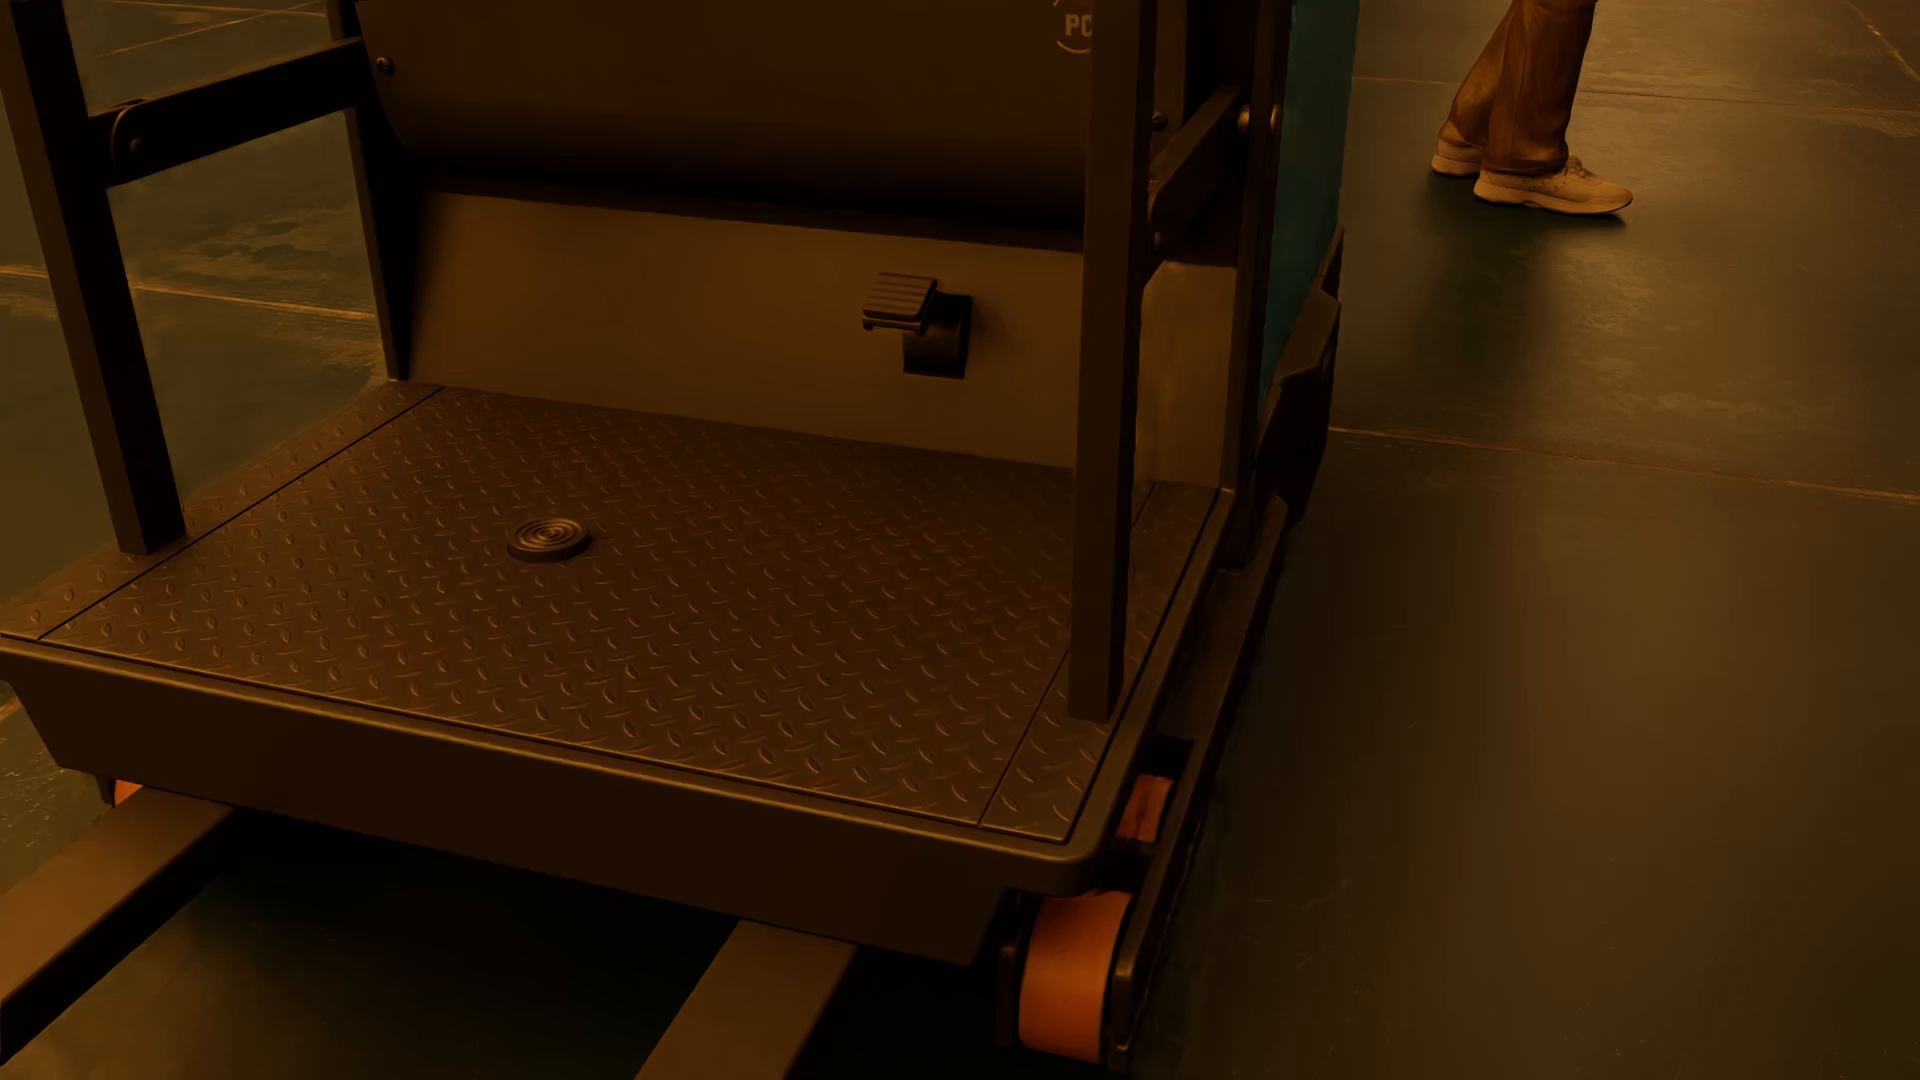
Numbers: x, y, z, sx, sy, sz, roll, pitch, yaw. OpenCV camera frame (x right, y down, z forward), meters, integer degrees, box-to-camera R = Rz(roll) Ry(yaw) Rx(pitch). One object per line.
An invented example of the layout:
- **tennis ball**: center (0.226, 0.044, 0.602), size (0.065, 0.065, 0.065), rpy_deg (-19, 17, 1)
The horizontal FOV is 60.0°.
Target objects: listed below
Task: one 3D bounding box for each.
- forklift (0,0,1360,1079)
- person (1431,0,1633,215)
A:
- **forklift**: center (-0.273, -1.027, 1.287), size (1.130, 2.935, 3.031), rpy_deg (8, 28, 16)
- **person**: center (1.479, -1.690, 3.883), size (0.558, 1.759, 0.799), rpy_deg (17, 32, 30)
